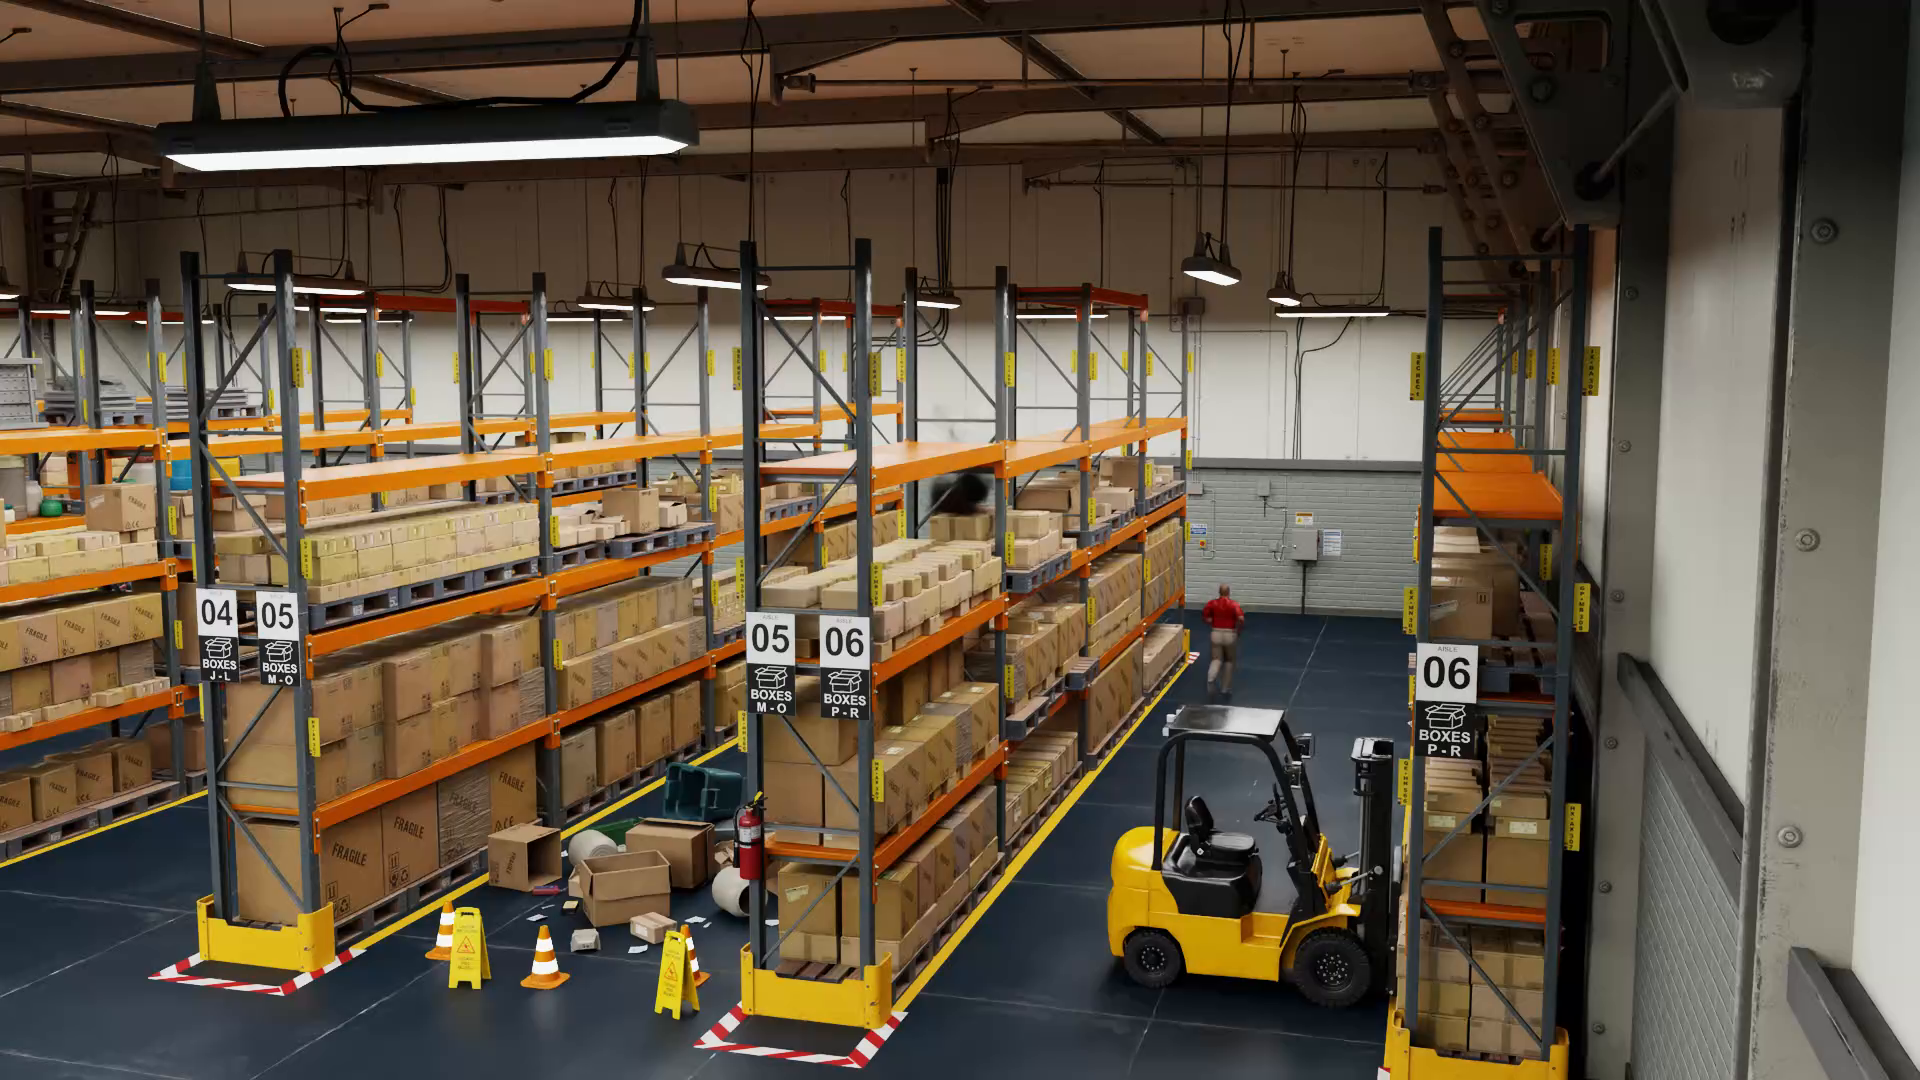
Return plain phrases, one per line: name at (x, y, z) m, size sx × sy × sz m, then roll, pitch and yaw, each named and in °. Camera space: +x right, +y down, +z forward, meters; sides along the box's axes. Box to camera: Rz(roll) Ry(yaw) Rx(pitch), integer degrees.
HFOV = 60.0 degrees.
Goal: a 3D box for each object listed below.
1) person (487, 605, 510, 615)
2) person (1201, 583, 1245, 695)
person at (-6.476, 1.666, 23.356) m, size 0.612 × 1.826 × 0.868 m, roll 2°, pitch 7°, yaw 15°
person at (3.976, 1.508, 25.090) m, size 0.672 × 1.715 × 0.796 m, roll 2°, pitch 7°, yaw 19°
